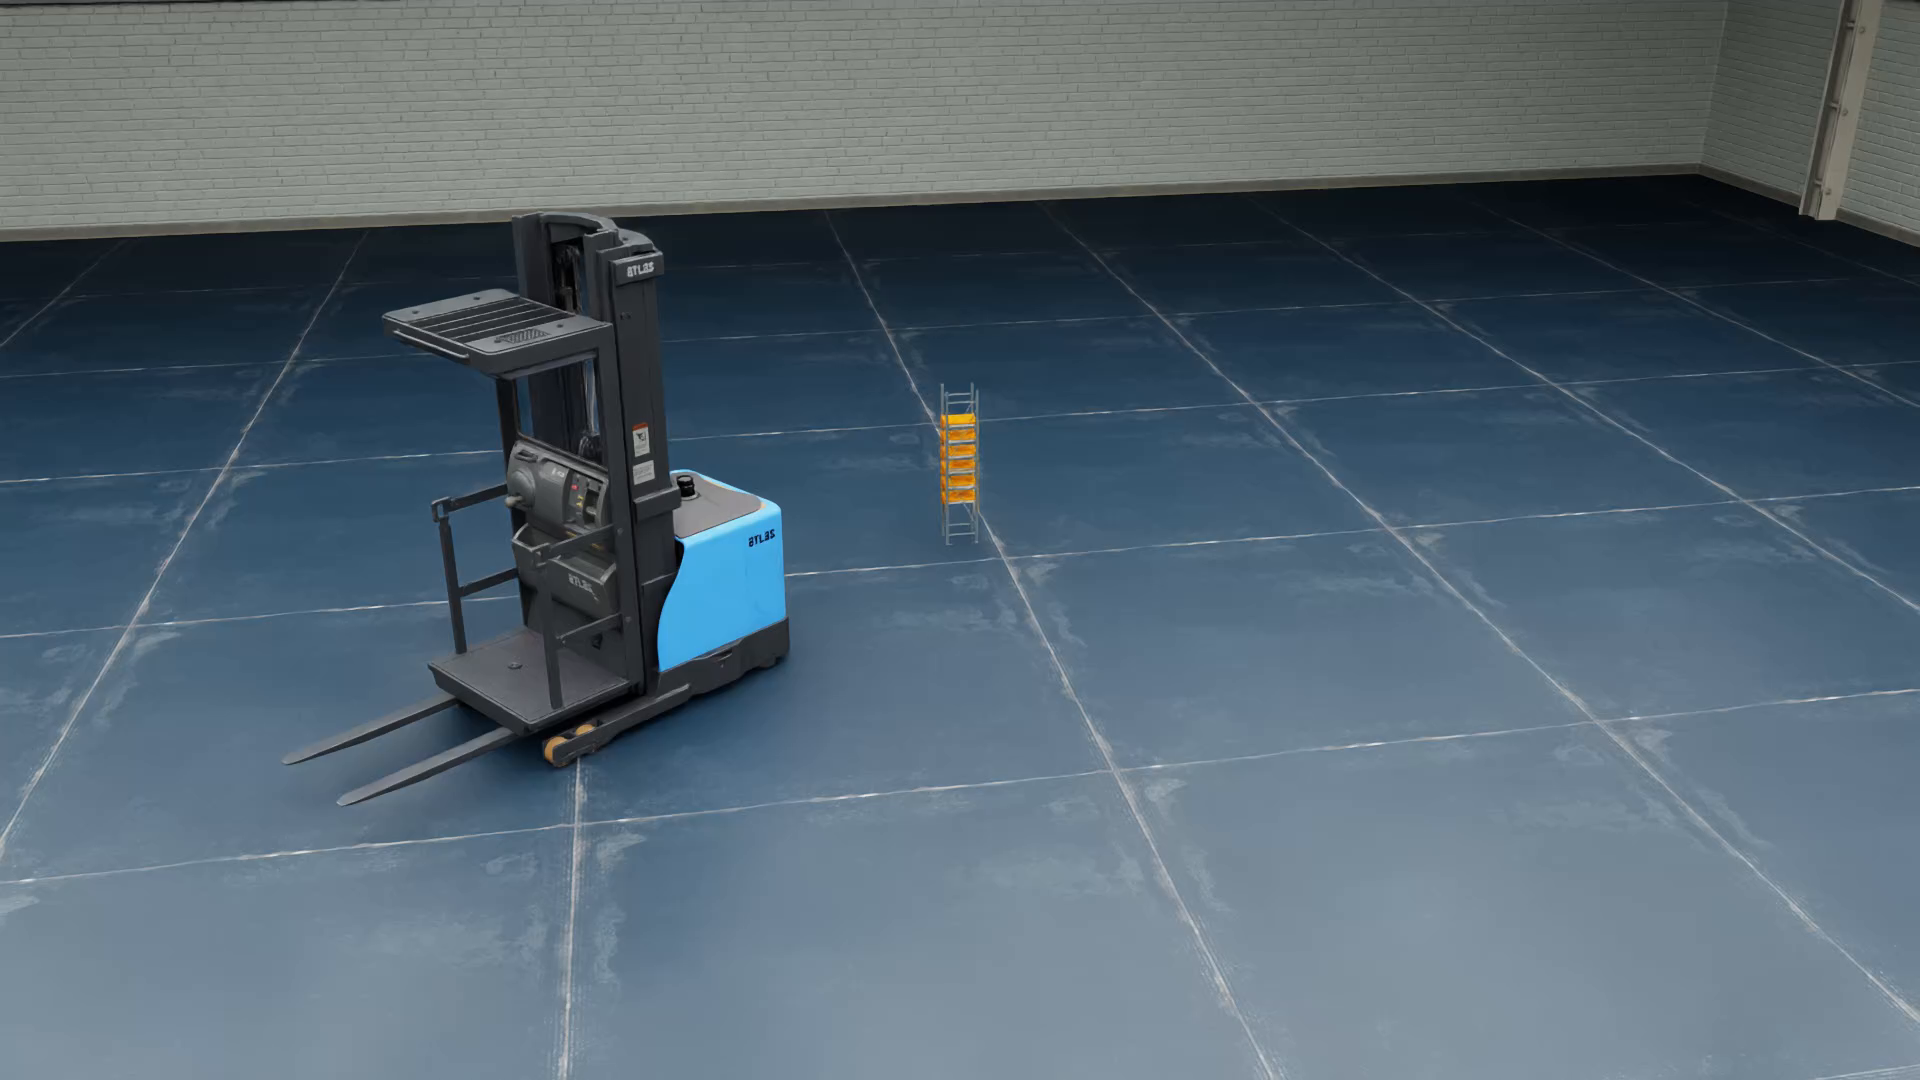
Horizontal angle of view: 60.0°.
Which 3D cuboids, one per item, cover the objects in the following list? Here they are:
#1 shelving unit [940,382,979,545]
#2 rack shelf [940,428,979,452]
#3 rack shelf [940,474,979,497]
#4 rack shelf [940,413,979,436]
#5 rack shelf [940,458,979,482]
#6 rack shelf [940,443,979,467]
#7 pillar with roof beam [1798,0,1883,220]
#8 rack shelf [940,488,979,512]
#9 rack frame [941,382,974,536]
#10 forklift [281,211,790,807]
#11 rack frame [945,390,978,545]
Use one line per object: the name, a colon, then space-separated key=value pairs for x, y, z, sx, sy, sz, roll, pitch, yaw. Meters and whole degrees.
shelving unit: x=-0.003 y=-0.556 z=12.265 sx=0.258 sy=1.200 sz=0.189 roll=-4 pitch=24 yaw=-10
rack shelf: x=-0.003 y=-0.735 z=12.187 sx=0.258 sy=0.103 sz=0.180 roll=-4 pitch=24 yaw=-10
rack shelf: x=-0.003 y=-0.405 z=12.331 sx=0.258 sy=0.103 sz=0.180 roll=-4 pitch=24 yaw=-10
rack shelf: x=-0.003 y=-0.845 z=12.139 sx=0.258 sy=0.103 sz=0.180 roll=-4 pitch=24 yaw=-10
rack shelf: x=-0.003 y=-0.515 z=12.283 sx=0.258 sy=0.103 sz=0.180 roll=-4 pitch=24 yaw=-10
rack shelf: x=-0.003 y=-0.625 z=12.235 sx=0.258 sy=0.103 sz=0.180 roll=-4 pitch=24 yaw=-10
pillar with roof beam: x=7.383 y=-8.186 z=19.992 sx=9.100 sy=9.000 sz=0.400 roll=-4 pitch=24 yaw=-10
rack shelf: x=-0.003 y=-0.295 z=12.379 sx=0.258 sy=0.103 sz=0.180 roll=-4 pitch=24 yaw=-10
rack frame: x=-0.020 y=-0.592 z=12.348 sx=0.240 sy=1.200 sz=0.006 roll=-4 pitch=24 yaw=-10
forklift: x=-2.466 y=-0.277 z=9.464 sx=1.130 sy=2.935 sz=3.031 roll=20 pitch=31 yaw=38
rack frame: x=0.014 y=-0.520 z=12.183 sx=0.240 sy=1.200 sz=0.006 roll=-4 pitch=24 yaw=-10
